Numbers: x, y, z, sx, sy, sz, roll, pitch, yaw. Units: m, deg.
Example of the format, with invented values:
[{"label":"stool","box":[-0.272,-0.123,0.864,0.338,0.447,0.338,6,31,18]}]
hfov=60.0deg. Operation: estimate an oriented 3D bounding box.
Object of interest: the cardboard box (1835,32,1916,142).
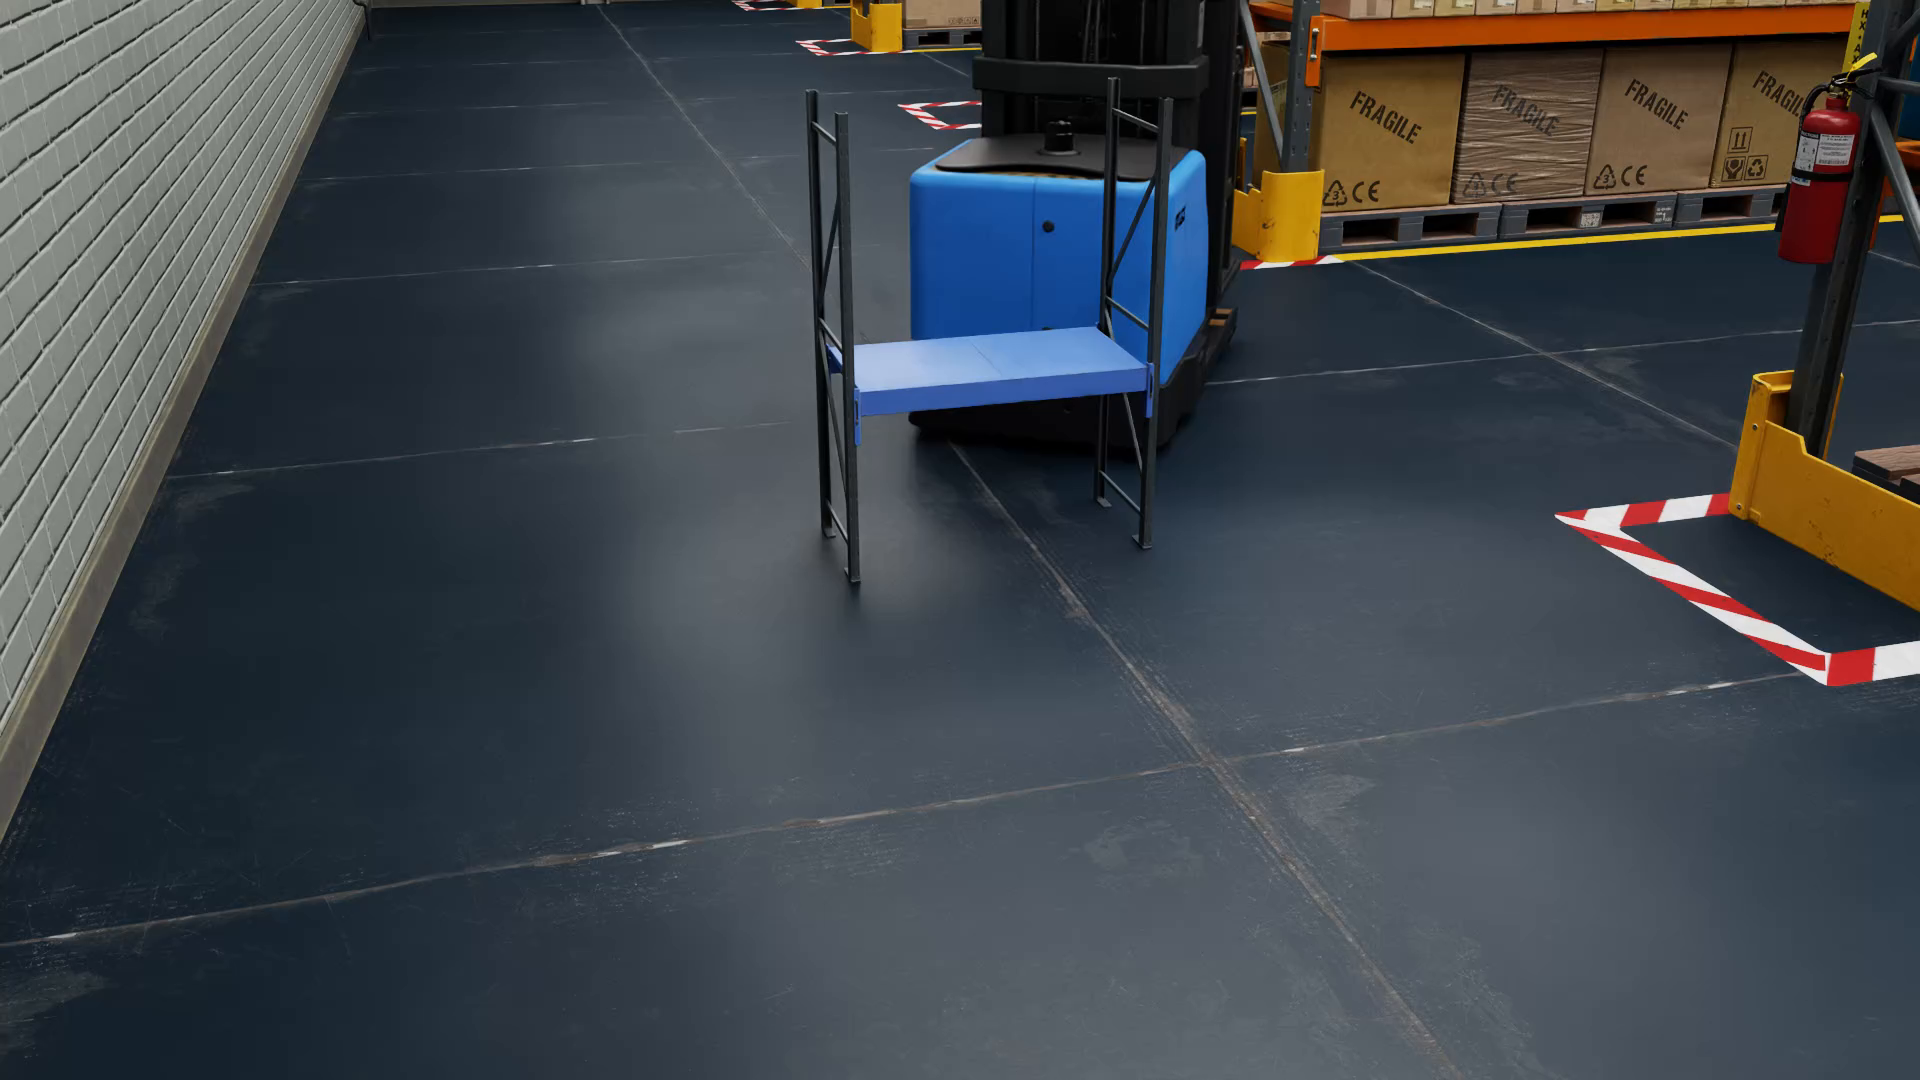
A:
[{"label":"cardboard box","box":[6.219,-2.900,10.867,0.875,0.875,1.225,-6,24,-14]}]

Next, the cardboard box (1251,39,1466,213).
[{"label":"cardboard box","box":[2.351,-2.497,9.927,0.875,0.875,0.875,-6,24,-14]}]

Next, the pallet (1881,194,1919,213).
[{"label":"pallet","box":[6.331,-2.437,11.162,1.213,0.211,1.003,-6,24,-14]}]

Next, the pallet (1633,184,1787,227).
[{"label":"pallet","box":[4.855,-2.275,10.784,1.213,0.211,1.003,-6,24,-14]}]

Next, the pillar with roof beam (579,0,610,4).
[{"label":"pillar with roof beam","box":[-3.941,-10.006,17.656,0.400,9.000,9.100,-6,24,-14]}]

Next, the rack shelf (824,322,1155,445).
[{"label":"rack shelf","box":[0.082,-0.533,5.546,1.000,0.185,0.538,-6,24,-14]}]

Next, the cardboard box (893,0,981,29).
[{"label":"cardboard box","box":[-0.312,-6.068,18.804,0.875,0.438,0.875,-7,24,-16]}]

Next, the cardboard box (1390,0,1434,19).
[{"label":"cardboard box","box":[2.434,-3.007,9.271,0.250,0.149,0.380,-7,24,-15]}]

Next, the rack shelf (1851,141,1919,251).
[{"label":"rack shelf","box":[5.020,-1.184,5.617,4.000,0.370,1.077,-6,24,-14]}]

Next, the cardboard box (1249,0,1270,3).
[{"label":"cardboard box","box":[3.507,-6.683,19.683,0.875,0.875,0.875,-6,24,-13]}]

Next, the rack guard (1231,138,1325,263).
[{"label":"rack guard","box":[1.734,-2.030,9.848,0.348,0.500,1.175,-6,24,-14]}]

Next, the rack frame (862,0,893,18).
[{"label":"rack frame","box":[-0.920,-6.944,18.129,0.127,3.000,1.000,-6,24,-14]}]

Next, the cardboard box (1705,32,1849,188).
[{"label":"cardboard box","box":[4.951,-2.784,10.597,0.875,0.875,0.875,-6,24,-14]}]

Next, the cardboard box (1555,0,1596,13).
[{"label":"cardboard box","box":[3.425,-3.117,9.528,0.250,0.149,0.380,-7,24,-15]}]

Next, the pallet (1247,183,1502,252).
[{"label":"pallet","box":[2.506,-2.015,10.178,1.213,0.211,1.003,-6,24,-14]}]

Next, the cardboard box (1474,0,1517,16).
[{"label":"cardboard box","box":[2.932,-3.062,9.401,0.250,0.149,0.380,-7,24,-15]}]

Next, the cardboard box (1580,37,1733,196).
[{"label":"cardboard box","box":[4.085,-2.688,10.373,0.875,0.875,0.875,-6,24,-14]}]

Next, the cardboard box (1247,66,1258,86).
[{"label":"cardboard box","box":[2.591,-4.062,14.497,0.250,0.149,0.380,-6,24,-14]}]

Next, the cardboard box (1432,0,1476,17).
[{"label":"cardboard box","box":[2.681,-3.034,9.335,0.250,0.149,0.380,-7,24,-16]}]

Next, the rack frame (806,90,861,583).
[{"label":"rack frame","box":[-0.407,-0.644,5.349,0.032,1.500,0.500,-6,24,-14]}]

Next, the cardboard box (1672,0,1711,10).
[{"label":"cardboard box","box":[4.166,-3.198,9.718,0.250,0.149,0.380,-7,24,-15]}]

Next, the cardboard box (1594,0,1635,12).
[{"label":"cardboard box","box":[3.668,-3.143,9.590,0.250,0.149,0.380,-7,24,-16]}]

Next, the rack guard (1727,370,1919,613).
[{"label":"rack guard","box":[3.075,-0.145,5.454,0.348,0.500,1.175,-6,24,-14]}]

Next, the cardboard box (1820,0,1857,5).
[{"label":"cardboard box","box":[5.155,-3.308,9.974,0.250,0.149,0.380,-6,24,-13]}]

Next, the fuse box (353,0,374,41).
[{"label":"fuse box","box":[-6.770,-6.556,18.858,0.414,1.711,0.539,-6,24,-14]}]

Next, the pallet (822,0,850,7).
[{"label":"pallet","box":[-1.424,-7.640,23.288,1.213,0.211,1.003,-6,24,-14]}]

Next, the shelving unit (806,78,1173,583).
[{"label":"shelving unit","box":[0.082,-0.698,5.475,1.048,1.500,0.538,-6,24,-14]}]

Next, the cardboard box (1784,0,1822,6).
[{"label":"cardboard box","box":[4.908,-3.281,9.910,0.250,0.149,0.380,-7,24,-15]}]

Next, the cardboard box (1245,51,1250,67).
[{"label":"cardboard box","box":[2.335,-4.216,14.477,0.250,0.149,0.380,-5,24,-12]}]

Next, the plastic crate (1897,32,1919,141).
[{"label":"plastic crate","box":[3.367,-1.452,5.208,0.499,0.435,0.616,-6,24,-14]}]

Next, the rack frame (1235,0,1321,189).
[{"label":"rack frame","box":[1.757,-3.182,9.361,0.127,3.000,1.000,-6,24,-14]}]

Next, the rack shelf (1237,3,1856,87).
[{"label":"rack shelf","box":[3.683,-3.064,9.999,4.000,0.370,1.077,-6,24,-14]}]

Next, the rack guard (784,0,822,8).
[{"label":"rack guard","box":[-2.191,-7.687,23.032,0.348,0.500,1.175,-6,24,-14]}]

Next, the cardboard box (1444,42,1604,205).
[{"label":"cardboard box","box":[3.228,-2.594,10.153,0.875,0.875,0.875,-6,24,-14]}]

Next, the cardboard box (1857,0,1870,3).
[{"label":"cardboard box","box":[5.403,-3.335,10.038,0.250,0.149,0.380,-6,24,-14]}]

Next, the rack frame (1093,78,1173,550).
[{"label":"rack frame","box":[0.572,-0.752,5.602,0.032,1.500,0.500,-6,24,-14]}]

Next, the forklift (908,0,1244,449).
[{"label":"forklift","box":[0.699,-2.251,7.279,1.130,2.935,3.031,7,24,15]}]

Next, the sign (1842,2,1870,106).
[{"label":"sign","box":[2.931,-1.583,5.429,0.005,0.325,0.100,-6,24,-14]}]

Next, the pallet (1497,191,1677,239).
[{"label":"pallet","box":[3.678,-2.144,10.478,1.213,0.211,1.003,-6,24,-14]}]

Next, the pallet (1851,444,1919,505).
[{"label":"pallet","box":[3.899,-0.093,5.699,1.213,0.211,1.003,-6,24,-14]}]

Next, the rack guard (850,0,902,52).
[{"label":"rack guard","box":[-0.943,-5.793,18.616,0.348,0.500,1.175,-6,24,-14]}]

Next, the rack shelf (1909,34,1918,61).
[{"label":"rack shelf","box":[7.534,-3.490,10.992,4.000,0.370,1.077,-6,24,-14]}]

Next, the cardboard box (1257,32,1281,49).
[{"label":"cardboard box","box":[2.589,-4.369,14.457,0.250,0.149,0.380,-6,24,-14]}]

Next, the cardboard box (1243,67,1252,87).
[{"label":"cardboard box","box":[2.331,-4.023,14.405,0.250,0.149,0.380,-8,24,-17]}]

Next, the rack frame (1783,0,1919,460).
[{"label":"rack frame","box":[3.095,-1.301,4.978,0.127,3.000,1.000,-6,24,-14]}]

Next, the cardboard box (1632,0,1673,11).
[{"label":"cardboard box","box":[3.920,-3.172,9.656,0.250,0.149,0.380,-6,24,-14]}]

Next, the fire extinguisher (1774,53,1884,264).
[{"label":"fire extinguisher","box":[2.827,-1.251,5.432,0.183,0.674,0.296,-6,24,-14]}]

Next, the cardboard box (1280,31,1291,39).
[{"label":"cardboard box","box":[2.857,-4.354,14.422,0.250,0.149,0.380,-7,24,-16]}]

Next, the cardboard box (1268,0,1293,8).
[{"label":"cardboard box","box":[2.011,-3.229,9.790,0.250,0.149,0.380,-6,24,-13]}]

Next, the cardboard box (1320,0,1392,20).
[{"label":"cardboard box","box":[2.188,-2.979,9.207,0.250,0.149,0.380,-6,24,-14]}]

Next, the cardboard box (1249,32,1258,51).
[{"label":"cardboard box","box":[2.372,-4.306,14.310,0.250,0.149,0.380,-6,24,-14]}]

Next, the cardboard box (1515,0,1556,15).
[{"label":"cardboard box","box":[3.177,-3.089,9.463,0.250,0.149,0.380,-7,24,-15]}]

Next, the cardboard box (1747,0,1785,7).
[{"label":"cardboard box","box":[4.660,-3.253,9.846,0.250,0.149,0.380,-6,24,-13]}]

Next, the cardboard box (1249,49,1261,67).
[{"label":"cardboard box","box":[2.598,-4.241,14.535,0.250,0.149,0.380,-5,24,-12]}]

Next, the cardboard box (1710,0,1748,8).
[{"label":"cardboard box","box":[4.412,-3.226,9.782,0.250,0.149,0.380,-6,24,-13]}]

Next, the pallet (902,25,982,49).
[{"label":"pallet","box":[-0.171,-5.777,18.947,1.213,0.211,1.003,-6,24,-14]}]

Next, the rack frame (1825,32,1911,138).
[{"label":"rack frame","box":[5.608,-3.608,10.354,0.127,3.000,1.000,-6,24,-14]}]

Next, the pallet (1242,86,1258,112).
[{"label":"pallet","box":[2.552,-4.004,14.813,1.213,0.211,1.003,-6,24,-14]}]
